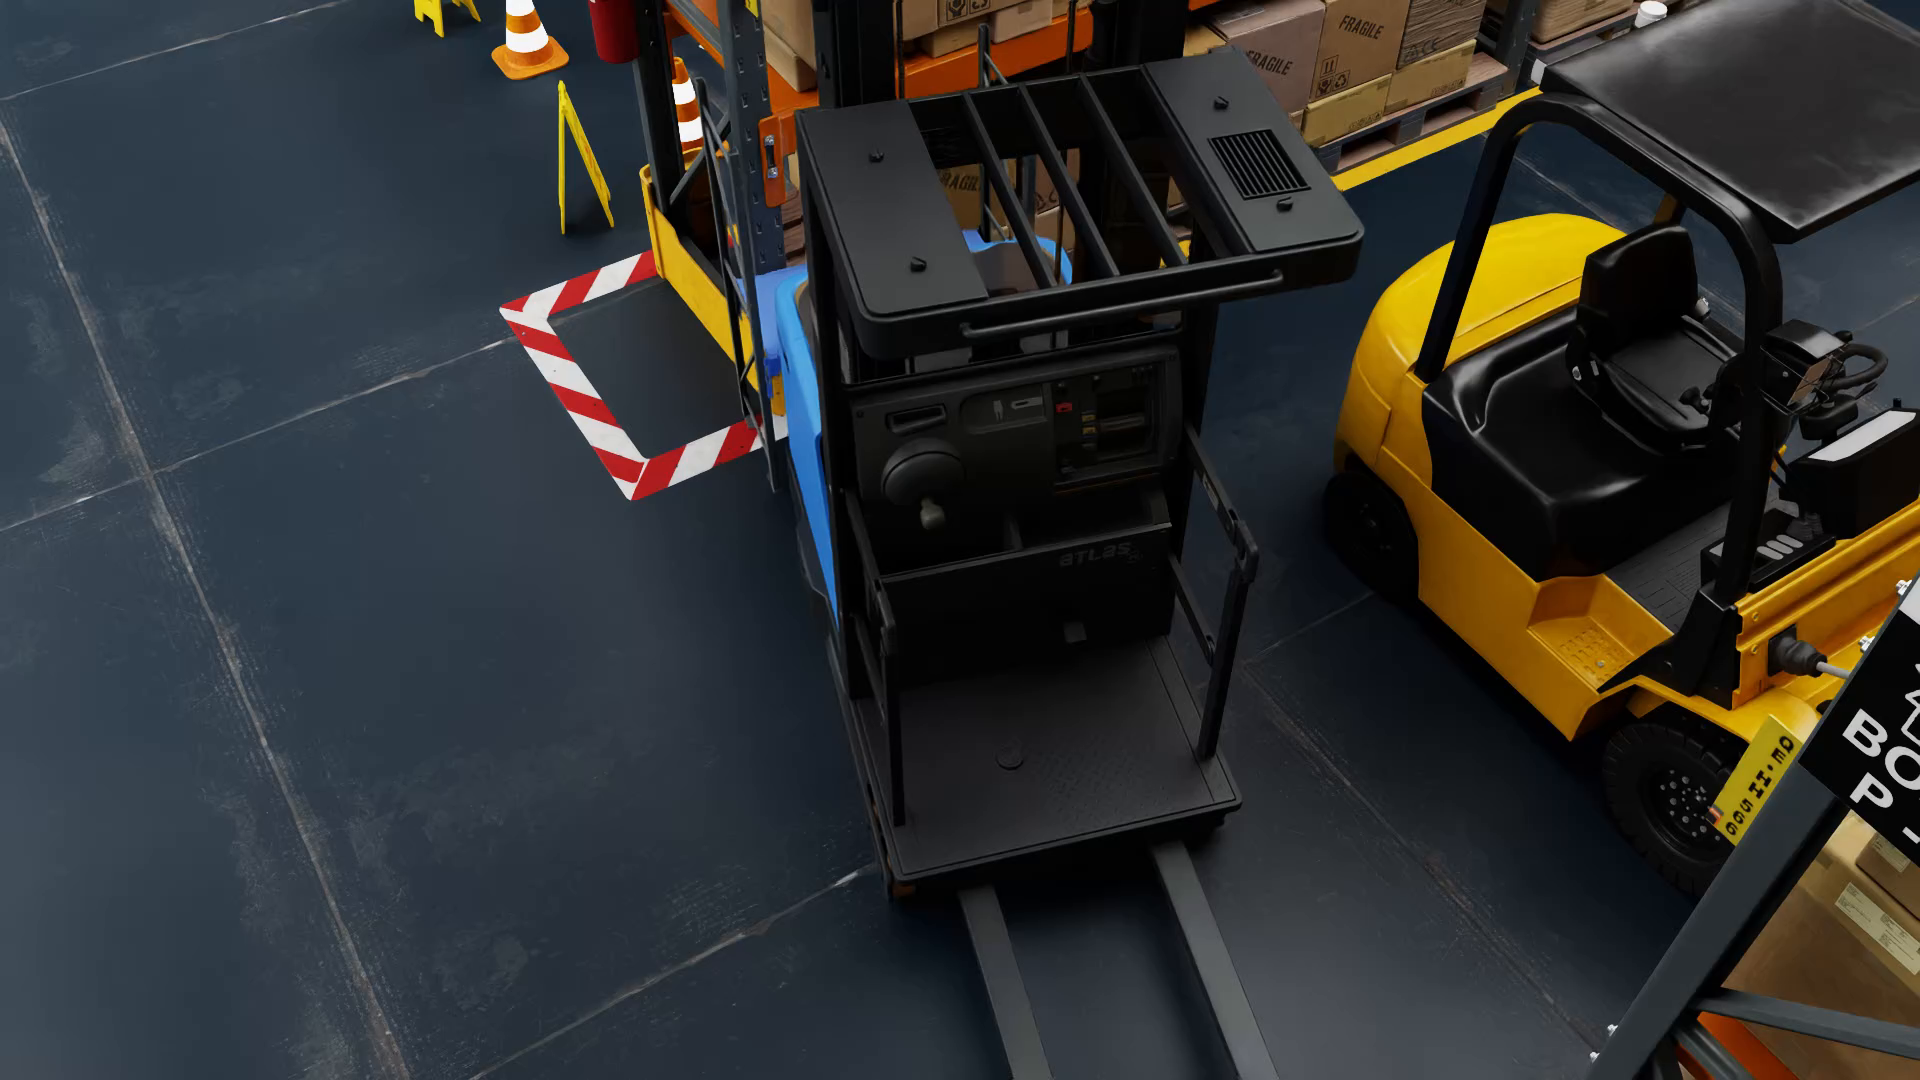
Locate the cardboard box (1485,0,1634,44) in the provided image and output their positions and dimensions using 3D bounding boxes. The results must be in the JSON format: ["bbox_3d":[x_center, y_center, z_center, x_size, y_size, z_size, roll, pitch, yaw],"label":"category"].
[{"bbox_3d":[2.854,-2.957,8.353,0.625,0.372,0.950,-25,53,-20],"label":"cardboard box"}]

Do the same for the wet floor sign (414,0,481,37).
[{"bbox_3d":[-2.666,-2.928,8.425,0.232,0.644,0.267,-34,57,-27],"label":"wet floor sign"}]

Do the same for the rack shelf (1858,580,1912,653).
[{"bbox_3d":[3.372,-0.308,2.989,4.000,0.370,1.077,-25,53,-21],"label":"rack shelf"}]

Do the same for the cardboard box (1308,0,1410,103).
[{"bbox_3d":[1.626,-2.346,7.389,0.500,0.500,0.500,-24,53,-20],"label":"cardboard box"}]

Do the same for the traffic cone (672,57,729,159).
[{"bbox_3d":[-1.296,-2.029,7.747,0.334,0.463,0.336,-25,53,-21],"label":"traffic cone"}]

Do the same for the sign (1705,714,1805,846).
[{"bbox_3d":[1.403,0.435,2.920,0.005,0.325,0.100,-25,53,-21],"label":"sign"}]

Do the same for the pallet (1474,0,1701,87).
[{"bbox_3d":[3.070,-2.864,8.660,1.213,0.211,1.003,-25,53,-21],"label":"pallet"}]

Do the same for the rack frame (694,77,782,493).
[{"bbox_3d":[-0.790,-0.871,5.988,0.032,1.500,0.500,-15,47,-13],"label":"rack frame"}]

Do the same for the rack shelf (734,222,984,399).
[{"bbox_3d":[-0.308,-0.872,6.230,1.000,0.185,0.538,-15,47,-13],"label":"rack shelf"}]

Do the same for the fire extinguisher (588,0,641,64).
[{"bbox_3d":[-1.314,-2.106,6.169,0.183,0.674,0.296,-25,53,-21],"label":"fire extinguisher"}]

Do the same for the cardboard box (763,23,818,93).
[{"bbox_3d":[-0.573,-1.808,6.020,0.250,0.149,0.380,-25,53,-21],"label":"cardboard box"}]

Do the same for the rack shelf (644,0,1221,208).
[{"bbox_3d":[0.721,-2.444,6.900,4.000,0.370,1.077,-25,53,-21],"label":"rack shelf"}]

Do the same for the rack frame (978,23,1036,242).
[{"bbox_3d":[0.169,-1.123,6.213,0.032,1.500,0.500,-15,47,-13],"label":"rack frame"}]

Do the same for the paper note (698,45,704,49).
[{"bbox_3d":[-1.234,-2.533,8.485,0.148,0.019,0.142,30,55,24],"label":"paper note"}]

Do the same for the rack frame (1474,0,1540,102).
[{"bbox_3d":[2.412,-3.481,7.341,0.127,3.000,1.000,-25,53,-21],"label":"rack frame"}]

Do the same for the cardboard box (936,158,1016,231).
[{"bbox_3d":[-0.121,-1.518,6.651,0.500,0.500,0.500,-27,54,-22],"label":"cardboard box"}]

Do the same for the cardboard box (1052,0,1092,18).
[{"bbox_3d":[0.340,-2.168,6.341,0.250,0.149,0.380,-24,53,-20],"label":"cardboard box"}]

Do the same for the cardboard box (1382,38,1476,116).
[{"bbox_3d":[2.055,-2.300,7.850,0.500,0.250,0.500,-23,52,-19],"label":"cardboard box"}]

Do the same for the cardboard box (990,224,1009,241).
[{"bbox_3d":[-0.141,-1.259,6.922,0.500,0.250,0.500,-26,53,-21],"label":"cardboard box"}]

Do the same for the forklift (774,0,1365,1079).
[{"bbox_3d":[0.222,-0.179,4.447,1.130,2.935,3.031,-11,49,-10],"label":"forklift"}]

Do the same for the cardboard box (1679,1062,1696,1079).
[{"bbox_3d":[1.904,1.309,3.966,0.500,0.250,0.500,-24,52,-20],"label":"cardboard box"}]

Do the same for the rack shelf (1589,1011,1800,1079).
[{"bbox_3d":[3.372,0.689,4.109,4.000,0.370,1.077,-25,53,-21],"label":"rack shelf"}]

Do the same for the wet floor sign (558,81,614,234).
[{"bbox_3d":[-1.703,-1.704,7.335,0.232,0.644,0.267,-9,49,-8],"label":"wet floor sign"}]

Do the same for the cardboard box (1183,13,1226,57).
[{"bbox_3d":[0.747,-1.924,7.012,0.500,0.500,0.500,-24,53,-20],"label":"cardboard box"}]

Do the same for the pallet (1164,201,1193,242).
[{"bbox_3d":[0.830,-1.774,7.689,1.213,0.211,1.003,-25,53,-21],"label":"pallet"}]

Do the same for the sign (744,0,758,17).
[{"bbox_3d":[-0.681,-1.832,5.293,0.005,0.325,0.100,-25,53,-21],"label":"sign"}]

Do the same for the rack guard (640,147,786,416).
[{"bbox_3d":[-0.907,-1.086,6.882,0.348,0.500,1.175,-25,53,-21],"label":"rack guard"}]

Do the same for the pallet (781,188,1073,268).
[{"bbox_3d":[-0.201,-1.291,7.258,1.213,0.211,1.003,-25,53,-21],"label":"pallet"}]

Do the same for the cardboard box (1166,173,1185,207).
[{"bbox_3d":[0.749,-1.683,7.300,0.500,0.250,0.500,-22,52,-18],"label":"cardboard box"}]

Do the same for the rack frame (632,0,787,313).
[{"bbox_3d":[-0.971,-1.887,5.922,0.127,3.000,1.000,-25,53,-21],"label":"rack frame"}]

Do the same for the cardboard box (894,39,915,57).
[{"bbox_3d":[-0.367,-1.917,6.117,0.250,0.149,0.380,-24,53,-20],"label":"cardboard box"}]

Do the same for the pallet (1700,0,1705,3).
[{"bbox_3d":[4.103,-3.354,9.095,1.213,0.211,1.003,-25,53,-21],"label":"pallet"}]

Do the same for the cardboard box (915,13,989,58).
[{"bbox_3d":[-0.100,-1.972,6.166,0.250,0.149,0.380,-27,54,-22],"label":"cardboard box"}]

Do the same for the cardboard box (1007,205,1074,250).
[{"bbox_3d":[0.295,-1.457,7.099,0.500,0.250,0.500,-23,52,-20],"label":"cardboard box"}]

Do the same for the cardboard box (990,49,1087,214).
[{"bbox_3d":[0.319,-1.729,6.839,0.500,0.500,0.500,-27,54,-22],"label":"cardboard box"}]

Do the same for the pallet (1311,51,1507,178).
[{"bbox_3d":[1.863,-2.263,8.124,1.213,0.211,1.003,-25,53,-21],"label":"pallet"}]

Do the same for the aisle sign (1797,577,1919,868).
[{"bbox_3d":[1.468,0.223,2.302,0.004,0.787,0.394,-25,53,-21],"label":"aisle sign"}]

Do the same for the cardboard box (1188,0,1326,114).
[{"bbox_3d":[1.195,-2.142,7.207,0.500,0.500,0.500,-23,52,-19],"label":"cardboard box"}]

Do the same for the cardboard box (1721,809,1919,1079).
[{"bbox_3d":[1.957,0.852,3.416,0.500,0.500,0.500,-26,53,-22],"label":"cardboard box"}]

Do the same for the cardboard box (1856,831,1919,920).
[{"bbox_3d":[1.871,0.623,2.986,0.250,0.149,0.380,-25,53,-21],"label":"cardboard box"}]

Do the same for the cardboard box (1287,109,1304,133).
[{"bbox_3d":[1.178,-1.882,7.478,0.500,0.250,0.500,-24,53,-20],"label":"cardboard box"}]

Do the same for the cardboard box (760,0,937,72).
[{"bbox_3d":[-0.422,-2.032,5.785,0.500,0.500,0.500,-26,53,-21],"label":"cardboard box"}]

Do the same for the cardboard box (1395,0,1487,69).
[{"bbox_3d":[2.055,-2.550,7.570,0.500,0.500,0.500,-26,53,-21],"label":"cardboard box"}]

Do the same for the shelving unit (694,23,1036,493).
[{"bbox_3d":[-0.310,-0.997,6.101,1.048,1.500,0.538,-15,47,-13],"label":"shelving unit"}]

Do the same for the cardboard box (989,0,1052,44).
[{"bbox_3d":[0.140,-2.044,6.230,0.250,0.149,0.380,-24,53,-20],"label":"cardboard box"}]

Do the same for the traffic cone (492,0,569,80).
[{"bbox_3d":[-2.175,-2.595,8.251,0.334,0.463,0.336,-25,53,-21],"label":"traffic cone"}]

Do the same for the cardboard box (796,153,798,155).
[{"bbox_3d":[-0.432,-1.845,6.943,0.500,0.500,0.500,-25,53,-21],"label":"cardboard box"}]

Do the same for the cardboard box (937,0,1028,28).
[{"bbox_3d":[0.014,-2.241,5.971,0.500,0.500,0.500,-24,52,-20],"label":"cardboard box"}]

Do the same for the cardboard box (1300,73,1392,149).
[{"bbox_3d":[1.610,-2.082,7.656,0.500,0.250,0.500,-27,53,-22],"label":"cardboard box"}]

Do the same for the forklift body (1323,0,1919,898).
[{"bbox_3d":[2.311,-0.379,5.147,1.214,2.155,2.313,-25,53,-21],"label":"forklift body"}]

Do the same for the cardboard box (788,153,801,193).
[{"bbox_3d":[-0.411,-1.614,7.238,0.500,0.250,0.500,-25,53,-21],"label":"cardboard box"}]

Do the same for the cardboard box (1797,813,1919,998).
[{"bbox_3d":[1.824,0.683,3.132,0.250,0.149,0.380,-24,53,-20],"label":"cardboard box"}]
